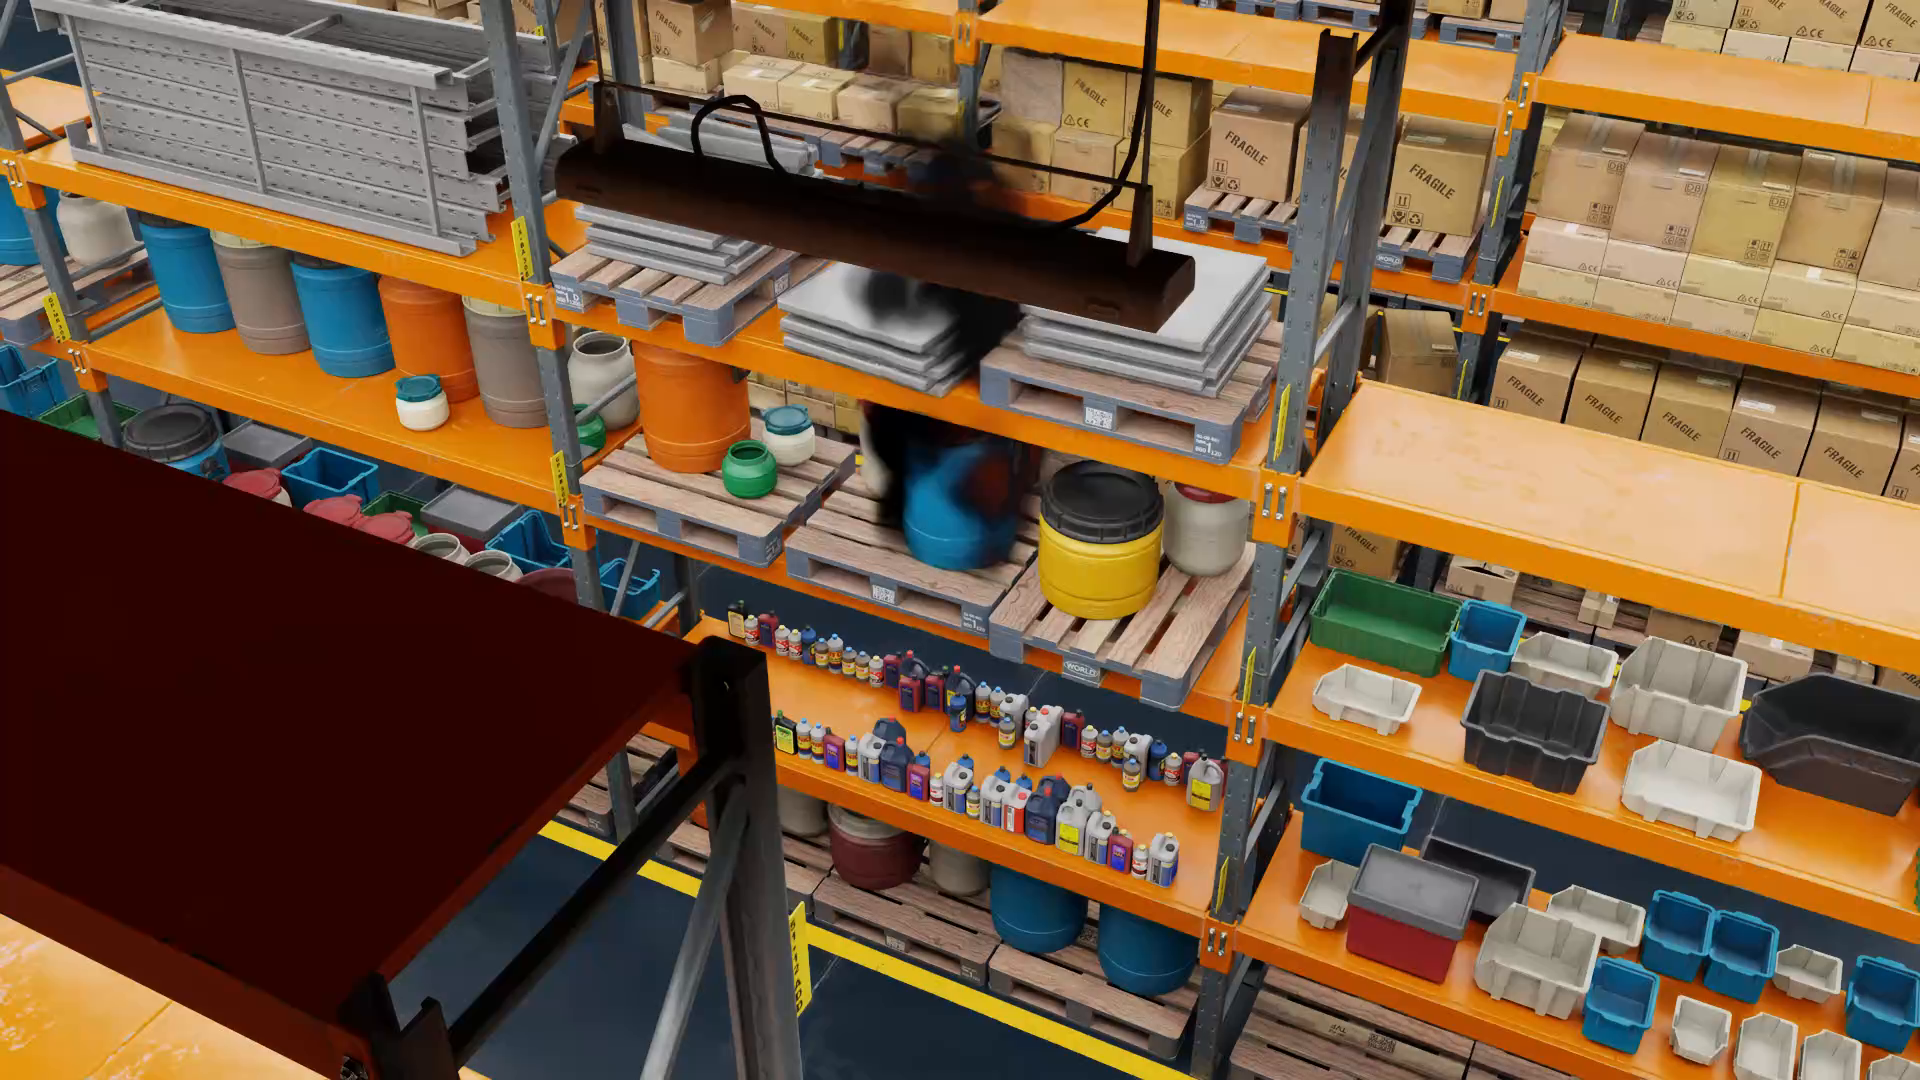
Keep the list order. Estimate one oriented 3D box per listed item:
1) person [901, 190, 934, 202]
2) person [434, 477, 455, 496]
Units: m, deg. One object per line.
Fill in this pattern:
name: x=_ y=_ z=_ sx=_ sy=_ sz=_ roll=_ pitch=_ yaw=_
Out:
person: x=-0.486 y=-3.078 z=16.737 sx=0.601 sy=1.740 sz=0.649 roll=10 pitch=36 yaw=14
person: x=-3.970 y=-0.725 z=13.369 sx=0.841 sy=1.815 sz=0.635 roll=12 pitch=37 yaw=17
